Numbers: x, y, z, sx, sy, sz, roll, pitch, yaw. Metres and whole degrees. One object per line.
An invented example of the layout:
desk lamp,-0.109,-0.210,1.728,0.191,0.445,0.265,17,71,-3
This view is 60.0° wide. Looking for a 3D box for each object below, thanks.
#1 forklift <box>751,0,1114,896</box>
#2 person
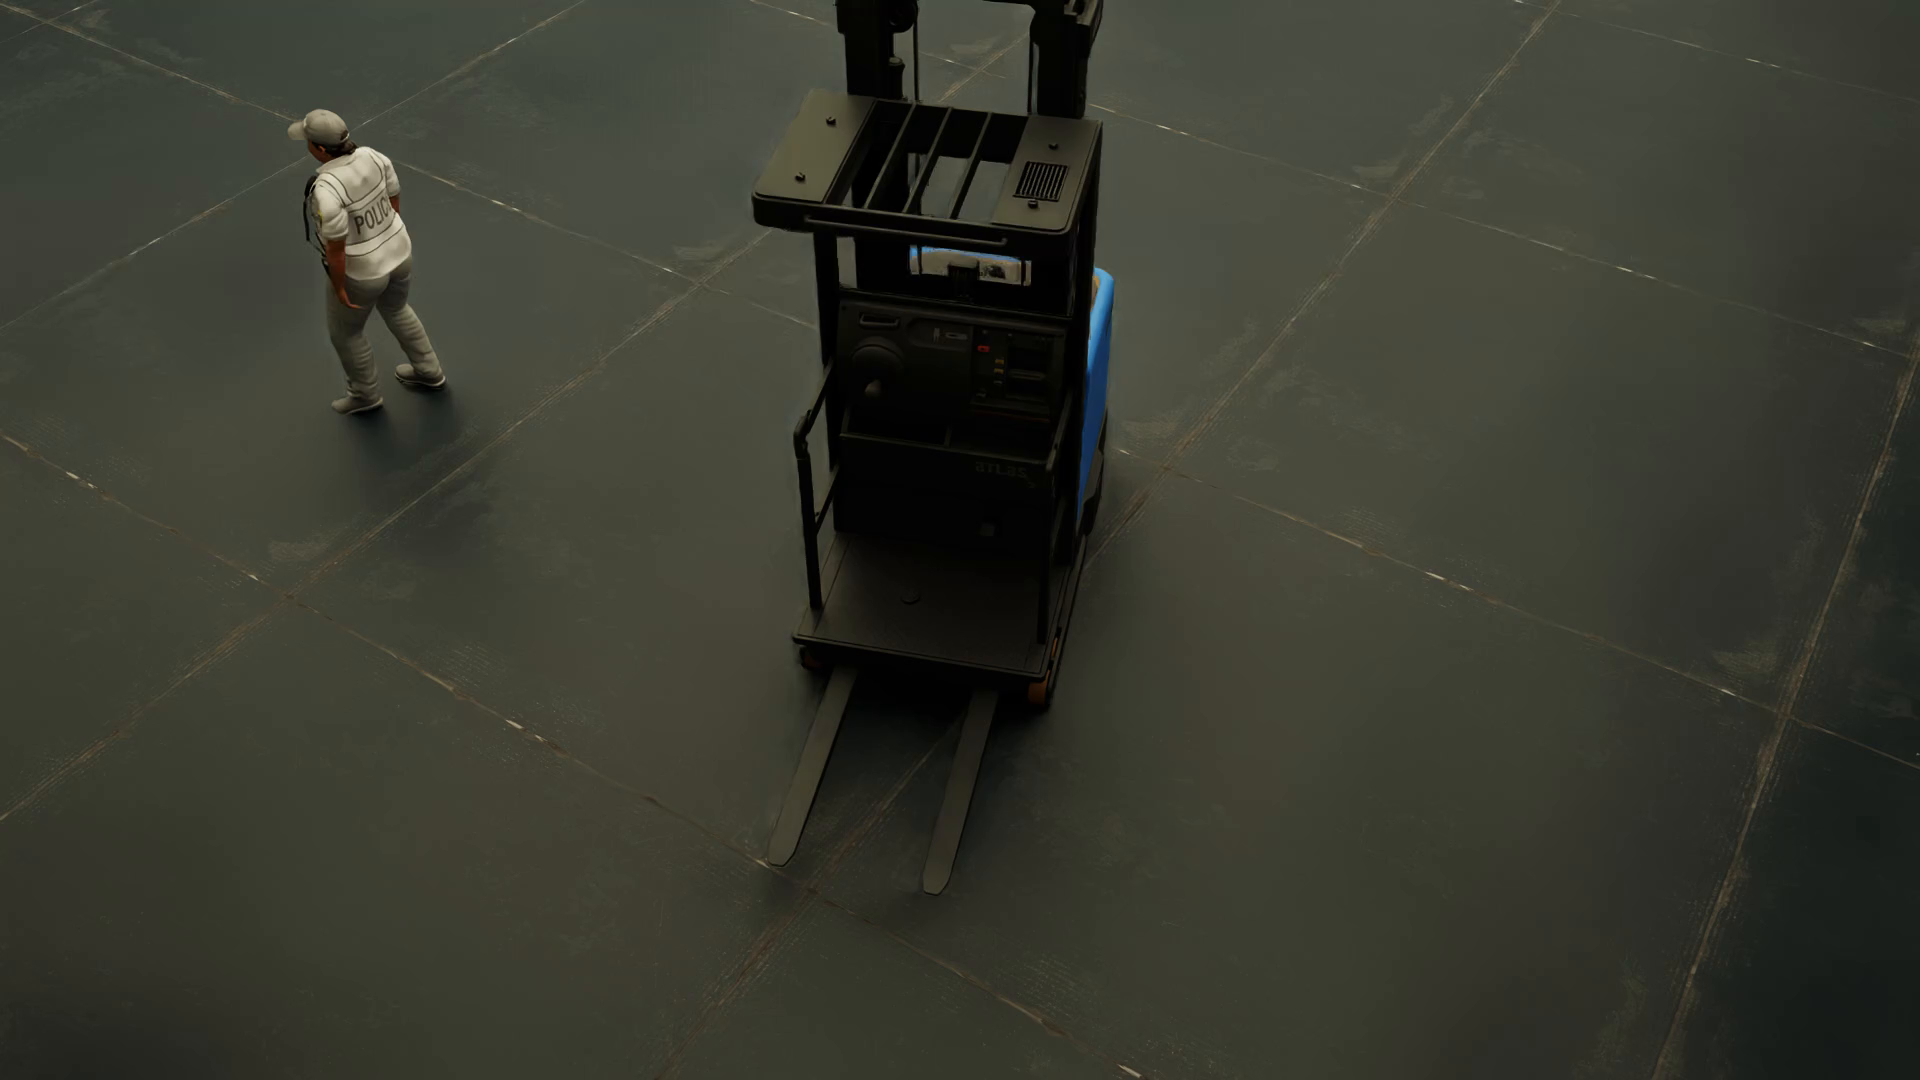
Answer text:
forklift,-0.083,-0.633,6.516,1.130,2.935,3.031,9,44,9
person,-2.989,-1.381,8.264,0.501,1.700,0.556,17,46,17
